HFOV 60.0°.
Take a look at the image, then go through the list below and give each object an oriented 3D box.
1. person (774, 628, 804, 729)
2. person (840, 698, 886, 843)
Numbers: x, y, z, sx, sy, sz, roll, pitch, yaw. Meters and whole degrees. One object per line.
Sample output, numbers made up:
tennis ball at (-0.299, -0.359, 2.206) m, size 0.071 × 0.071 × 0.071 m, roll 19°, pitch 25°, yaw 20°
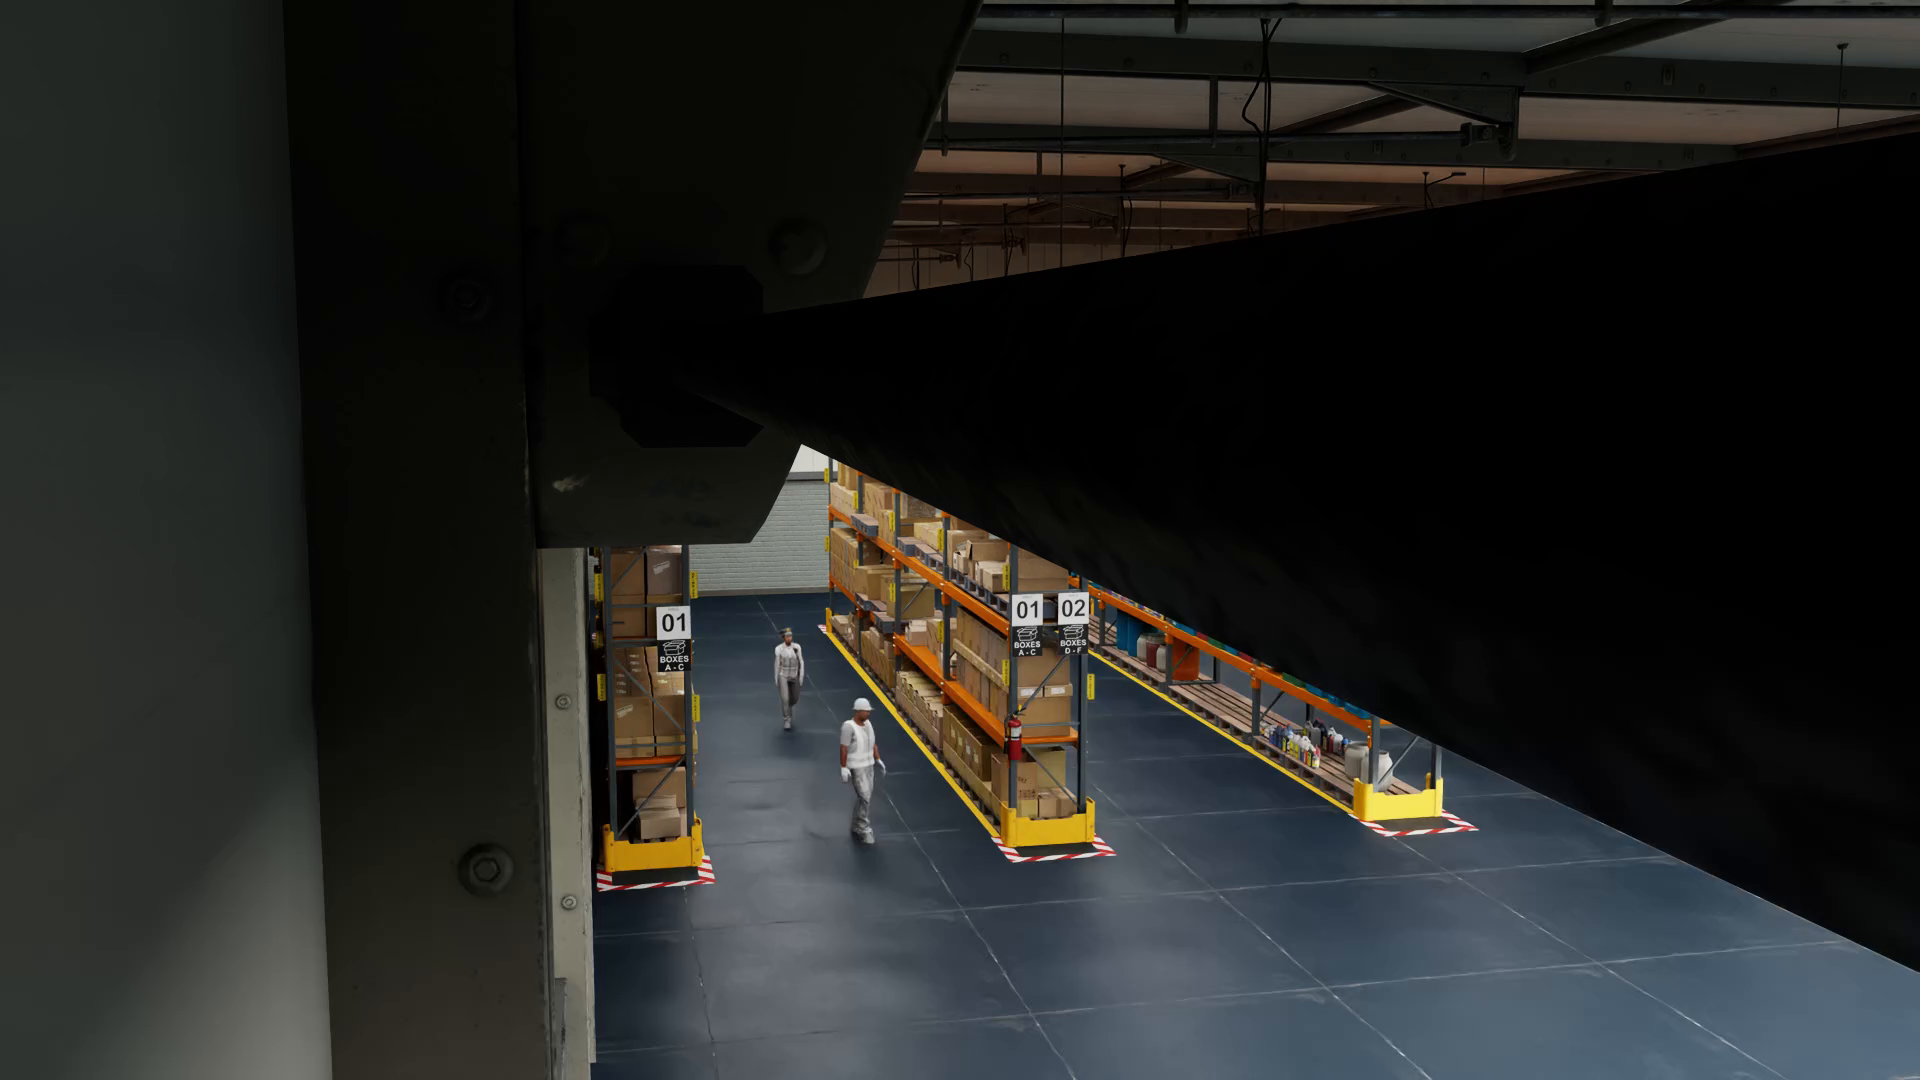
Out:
person at (-2.832, 2.237, 27.521) m, size 0.492 × 1.642 × 0.832 m, roll -2°, pitch 7°, yaw -15°
person at (-1.221, 2.952, 21.293) m, size 0.517 × 1.850 × 0.583 m, roll 4°, pitch 8°, yaw 31°
